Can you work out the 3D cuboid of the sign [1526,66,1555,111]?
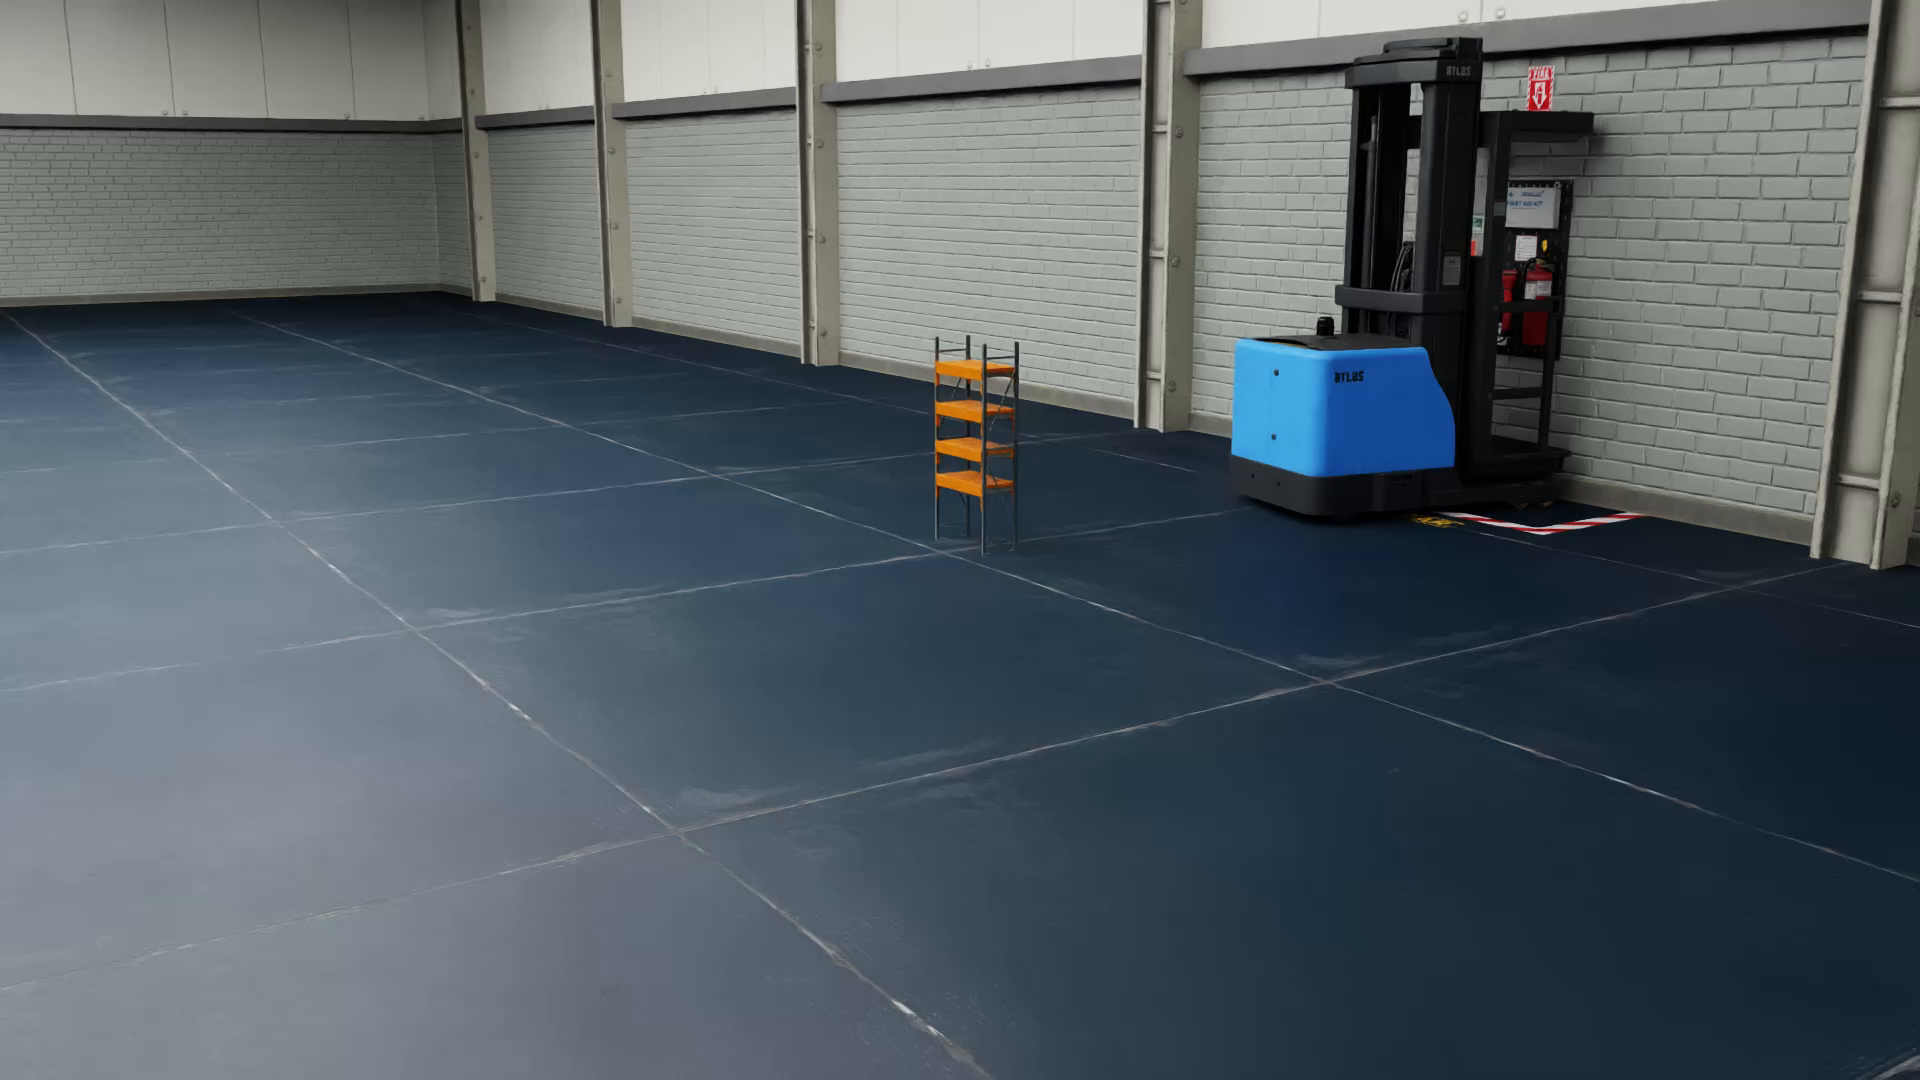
[{"bbox_3d":[3.794,-2.944,10.875,0.001,0.298,0.199,-8,15,-33],"label":"sign"}]

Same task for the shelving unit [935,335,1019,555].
[{"bbox_3d":[0.092,-0.557,9.599,0.258,1.200,0.503,-8,15,-33],"label":"shelving unit"}]

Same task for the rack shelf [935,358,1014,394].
[{"bbox_3d":[0.092,-0.941,9.515,0.258,0.148,0.480,-8,15,-33],"label":"rack shelf"}]

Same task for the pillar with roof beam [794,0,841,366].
[{"bbox_3d":[-5.180,-5.909,15.820,9.100,9.000,0.400,-8,15,-33],"label":"pillar with roof beam"}]

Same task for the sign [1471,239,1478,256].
[{"bbox_3d":[3.495,-1.926,11.564,0.001,0.329,0.234,-8,15,-33],"label":"sign"}]

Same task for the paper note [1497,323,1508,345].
[{"bbox_3d":[3.675,-1.407,11.337,0.016,0.148,0.142,-8,15,-33],"label":"paper note"}]

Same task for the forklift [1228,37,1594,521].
[{"bbox_3d":[3.350,-1.731,10.916,3.031,2.935,1.130,-5,13,-22],"label":"forklift"}]

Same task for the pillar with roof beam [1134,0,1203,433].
[{"bbox_3d":[-1.855,-4.842,10.940,9.100,9.000,0.400,-8,15,-33],"label":"pillar with roof beam"}]

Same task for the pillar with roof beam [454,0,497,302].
[{"bbox_3d":[-11.828,-8.043,25.579,9.100,9.000,0.400,-8,15,-33],"label":"pillar with roof beam"}]

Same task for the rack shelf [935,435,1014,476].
[{"bbox_3d":[0.092,-0.491,9.613,0.258,0.148,0.480,-8,15,-33],"label":"rack shelf"}]

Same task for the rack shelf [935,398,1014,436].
[{"bbox_3d":[0.092,-0.710,9.566,0.258,0.148,0.480,-8,15,-33],"label":"rack shelf"}]

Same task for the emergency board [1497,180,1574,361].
[{"bbox_3d":[3.715,-1.798,11.062,0.194,1.169,0.643,-8,15,-33],"label":"emergency board"}]

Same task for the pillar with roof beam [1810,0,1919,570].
[{"bbox_3d":[1.469,-3.775,6.061,9.100,9.000,0.400,-8,15,-33],"label":"pillar with roof beam"}]

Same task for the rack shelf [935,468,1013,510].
[{"bbox_3d":[0.092,-0.297,9.656,0.258,0.148,0.480,-8,15,-33],"label":"rack shelf"}]

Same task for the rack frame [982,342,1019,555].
[{"bbox_3d":[0.227,-0.513,9.401,0.240,1.200,0.015,-8,15,-33],"label":"rack frame"}]

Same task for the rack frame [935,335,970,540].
[{"bbox_3d":[-0.043,-0.600,9.797,0.240,1.200,0.015,-8,15,-33],"label":"rack frame"}]

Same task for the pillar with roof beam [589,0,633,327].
[{"bbox_3d":[-8.504,-6.976,20.699,9.100,9.000,0.400,-8,15,-33],"label":"pillar with roof beam"}]

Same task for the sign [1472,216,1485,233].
[{"bbox_3d":[3.490,-2.183,11.499,0.001,0.109,0.331,-8,15,-33],"label":"sign"}]
